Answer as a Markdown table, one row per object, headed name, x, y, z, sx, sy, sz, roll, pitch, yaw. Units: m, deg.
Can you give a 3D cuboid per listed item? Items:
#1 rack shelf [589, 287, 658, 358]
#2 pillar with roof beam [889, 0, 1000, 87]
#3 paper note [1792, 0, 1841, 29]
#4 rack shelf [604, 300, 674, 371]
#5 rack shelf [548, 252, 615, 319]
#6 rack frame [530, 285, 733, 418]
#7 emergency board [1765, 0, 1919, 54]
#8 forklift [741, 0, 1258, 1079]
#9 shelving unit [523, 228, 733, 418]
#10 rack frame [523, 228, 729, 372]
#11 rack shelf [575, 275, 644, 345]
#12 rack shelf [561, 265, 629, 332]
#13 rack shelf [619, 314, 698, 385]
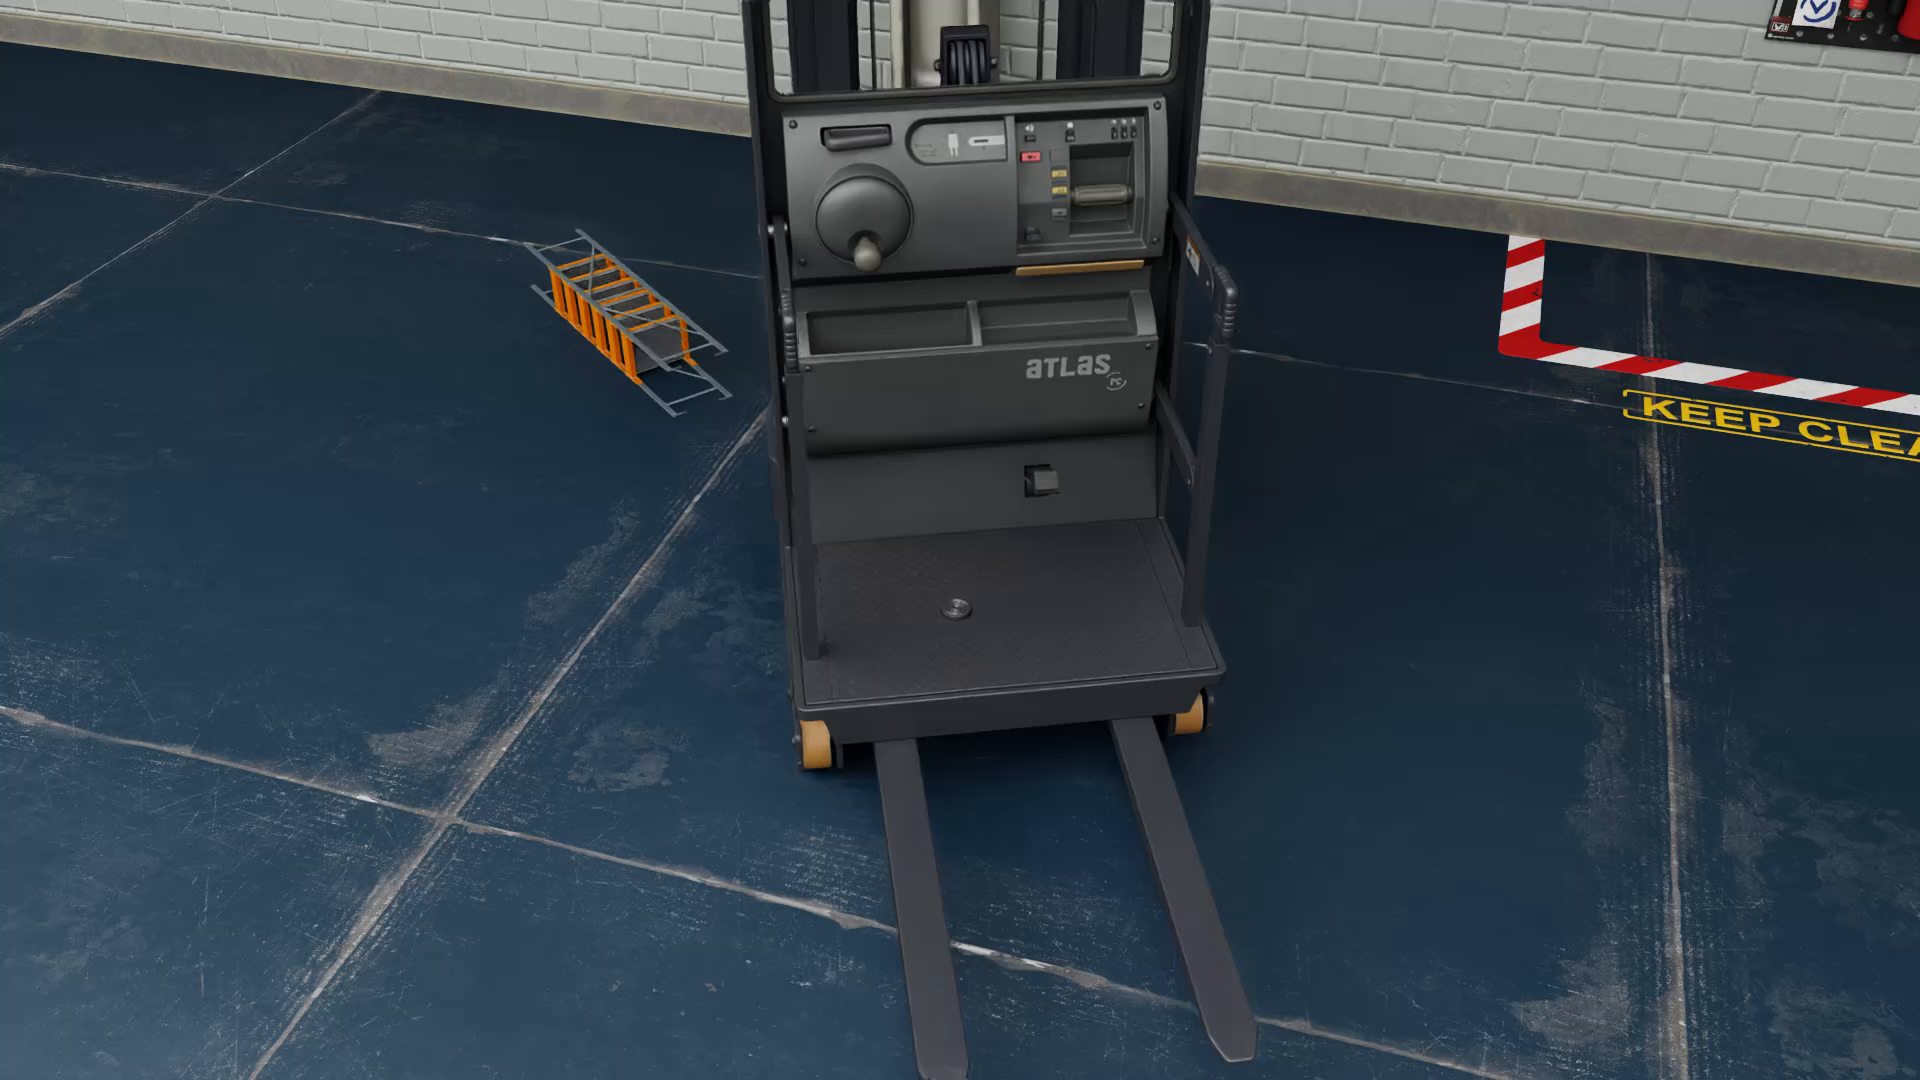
| name | x | y | z | sx | sy | sz | roll | pitch | yaw |
| --- | --- | --- | --- | --- | --- | --- | --- | --- | --- |
| rack shelf | -1.233 | -0.814 | 6.192 | 0.258 | 0.180 | 0.103 | -23 | 42 | -28 |
| pillar with roof beam | -1.346 | -2.838 | 1.514 | 0.400 | 9.000 | 9.100 | 10 | 38 | 14 |
| paper note | 3.169 | -1.971 | 6.141 | 0.142 | 0.148 | 0.016 | 10 | 38 | 14 |
| rack shelf | -1.163 | -0.756 | 6.114 | 0.258 | 0.180 | 0.103 | -23 | 42 | -28 |
| rack shelf | -1.444 | -0.987 | 6.427 | 0.258 | 0.180 | 0.103 | -23 | 42 | -28 |
| rack frame | -1.259 | -0.761 | 6.275 | 0.240 | 0.006 | 1.200 | -23 | 42 | -28 |
| emergency board | 3.318 | -2.255 | 5.784 | 0.643 | 1.169 | 0.194 | 10 | 38 | 14 |
| forklift | 0.075 | -0.795 | 3.857 | 1.130 | 2.935 | 3.031 | -5 | 37 | -6 |
| shelving unit | -1.259 | -0.835 | 6.221 | 0.258 | 0.189 | 1.200 | -23 | 42 | -28 |
| rack frame | -1.259 | -0.909 | 6.167 | 0.240 | 0.006 | 1.200 | -23 | 42 | -28 |
| rack shelf | -1.304 | -0.871 | 6.270 | 0.258 | 0.180 | 0.103 | -23 | 42 | -28 |
| rack shelf | -1.374 | -0.929 | 6.349 | 0.258 | 0.180 | 0.103 | -23 | 42 | -28 |
| rack shelf | -1.093 | -0.698 | 6.035 | 0.258 | 0.180 | 0.103 | -23 | 42 | -28 |
